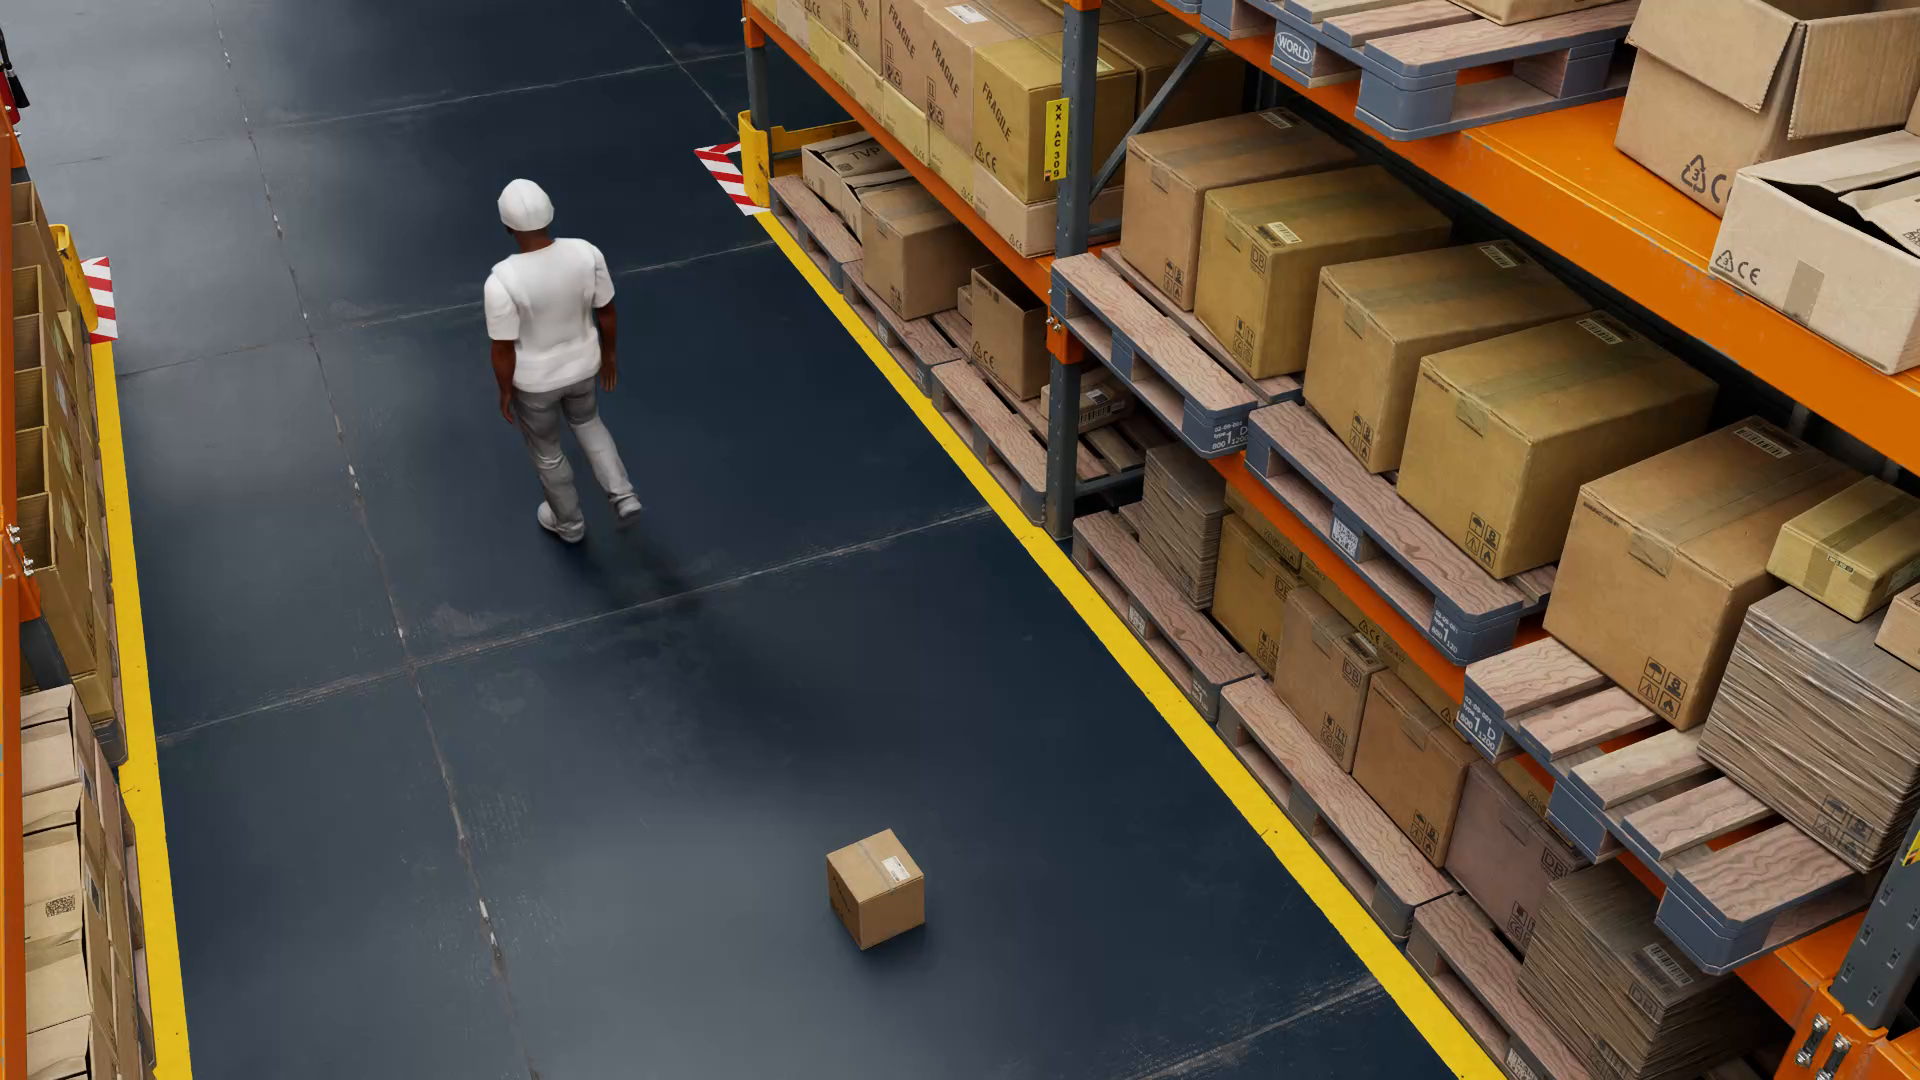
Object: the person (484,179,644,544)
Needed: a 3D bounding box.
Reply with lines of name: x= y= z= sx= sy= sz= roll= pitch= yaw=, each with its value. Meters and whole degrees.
person: x=-1.698 y=-0.712 z=7.043 sx=0.569 sy=1.753 sz=0.590 roll=-26 pitch=44 yaw=-31
